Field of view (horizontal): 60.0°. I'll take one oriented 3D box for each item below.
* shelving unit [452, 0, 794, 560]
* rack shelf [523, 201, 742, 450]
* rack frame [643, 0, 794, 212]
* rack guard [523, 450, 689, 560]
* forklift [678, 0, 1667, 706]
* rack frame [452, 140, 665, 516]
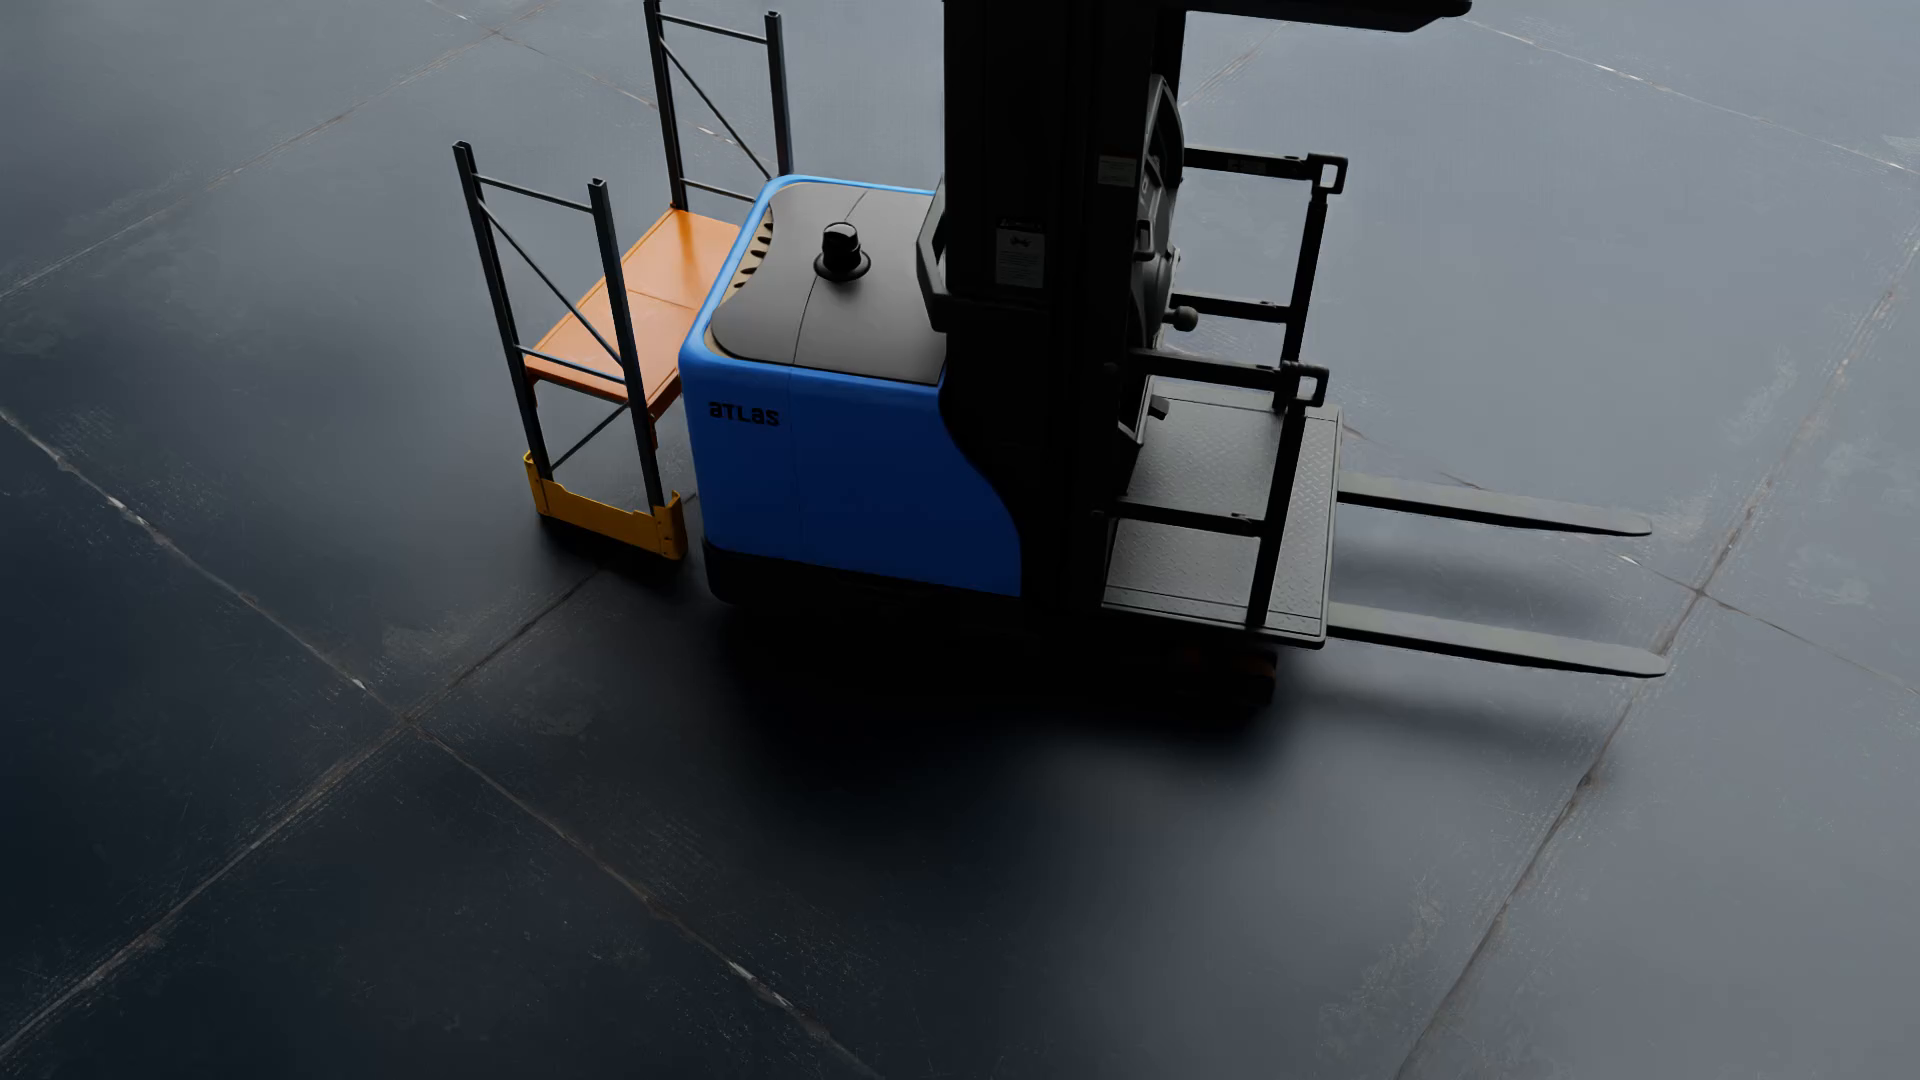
[{"bbox_3d":[-1.007,-0.888,5.561,0.587,1.500,1.083,18,49,16],"label":"shelving unit"},{"bbox_3d":[-1.011,-0.758,5.686,0.538,0.185,1.000,18,49,16],"label":"rack shelf"},{"bbox_3d":[-0.802,-1.217,5.876,0.500,1.500,0.032,18,49,16],"label":"rack frame"},{"bbox_3d":[-1.212,-0.128,5.700,0.587,0.250,0.087,18,49,16],"label":"rack guard"},{"bbox_3d":[0.736,-0.913,4.595,3.031,2.935,1.130,9,47,8],"label":"forklift"},{"bbox_3d":[-1.220,-0.547,5.235,0.500,1.500,0.032,18,49,16],"label":"rack frame"}]
